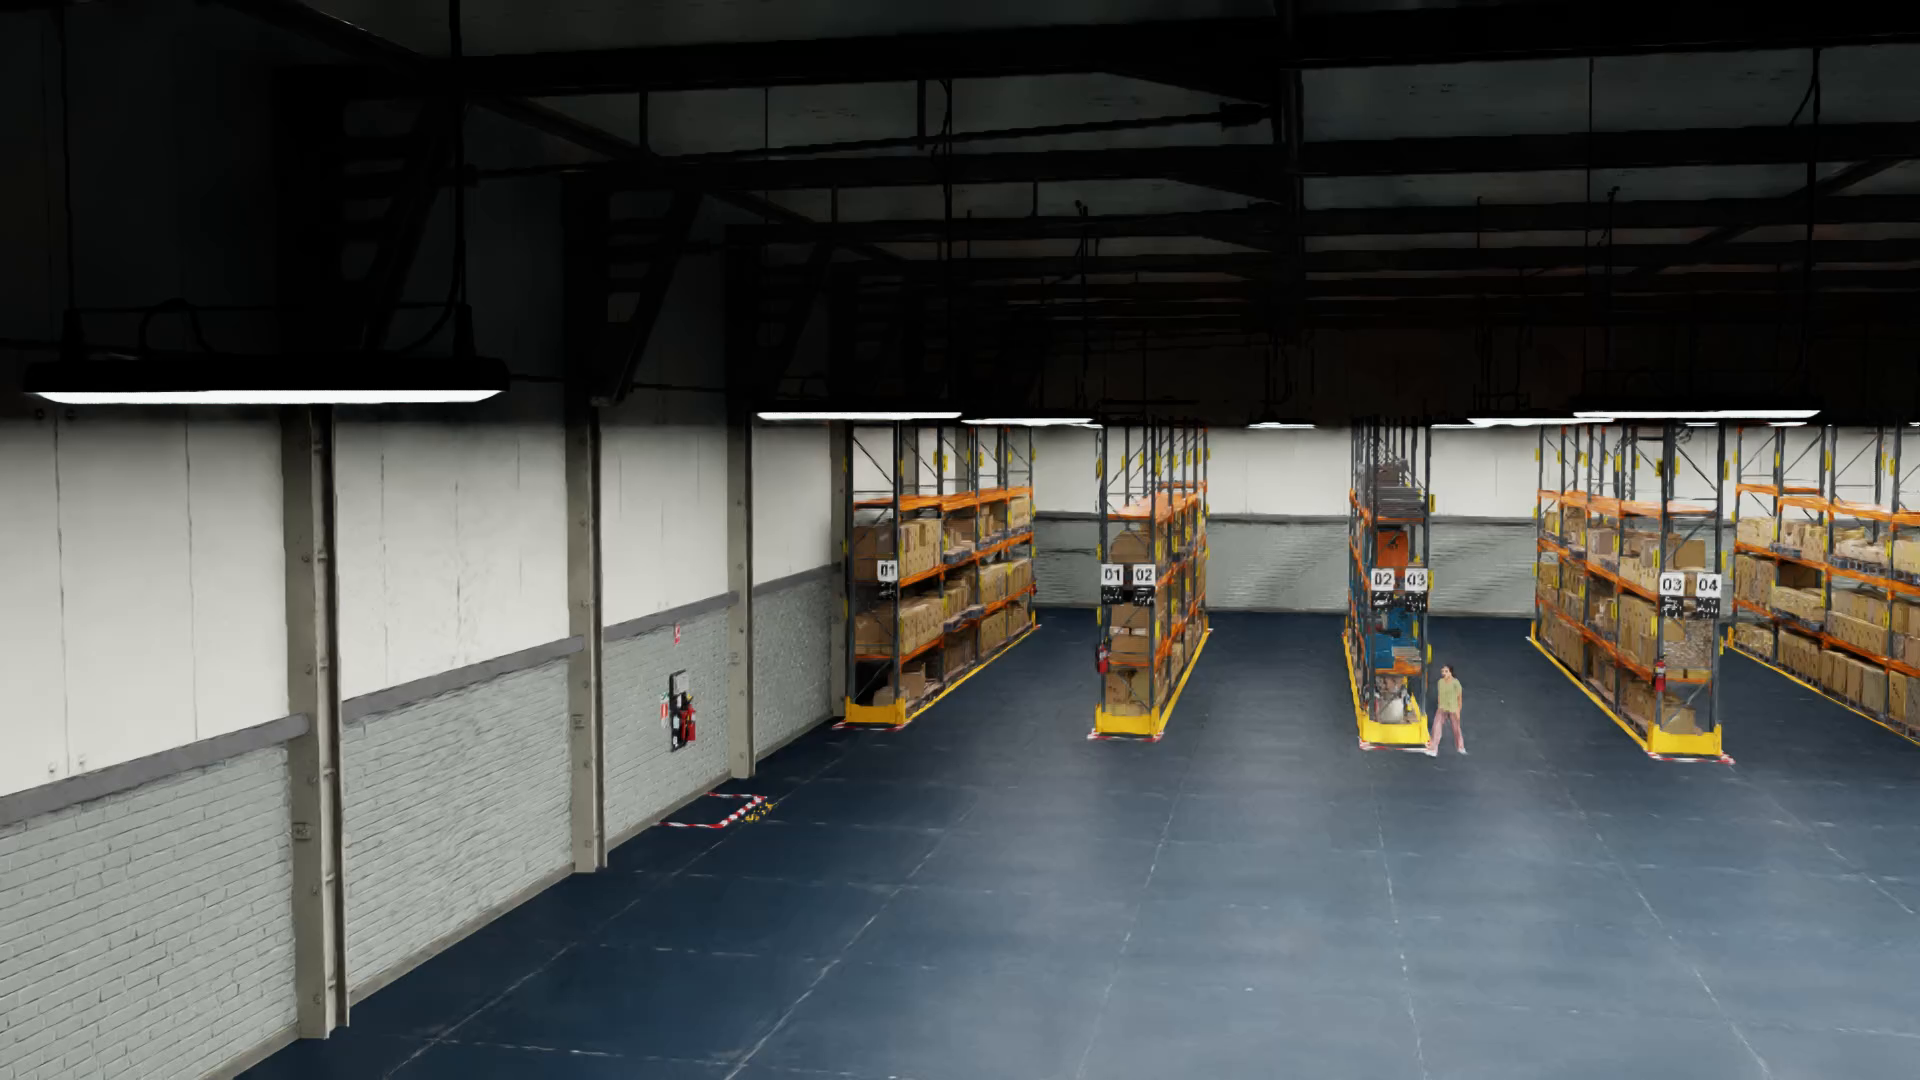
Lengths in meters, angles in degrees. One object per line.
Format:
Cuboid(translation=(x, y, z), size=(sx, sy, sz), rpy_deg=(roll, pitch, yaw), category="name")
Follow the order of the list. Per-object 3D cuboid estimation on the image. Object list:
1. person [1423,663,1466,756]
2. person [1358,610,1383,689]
Cuboid(translation=(8.546, 2.965, 29.150), size=(0.483, 1.623, 0.925), rpy_deg=(3, 5, 40), category="person")
Cuboid(translation=(8.716, 2.318, 35.310), size=(0.540, 1.652, 0.655), rpy_deg=(1, 4, 20), category="person")
